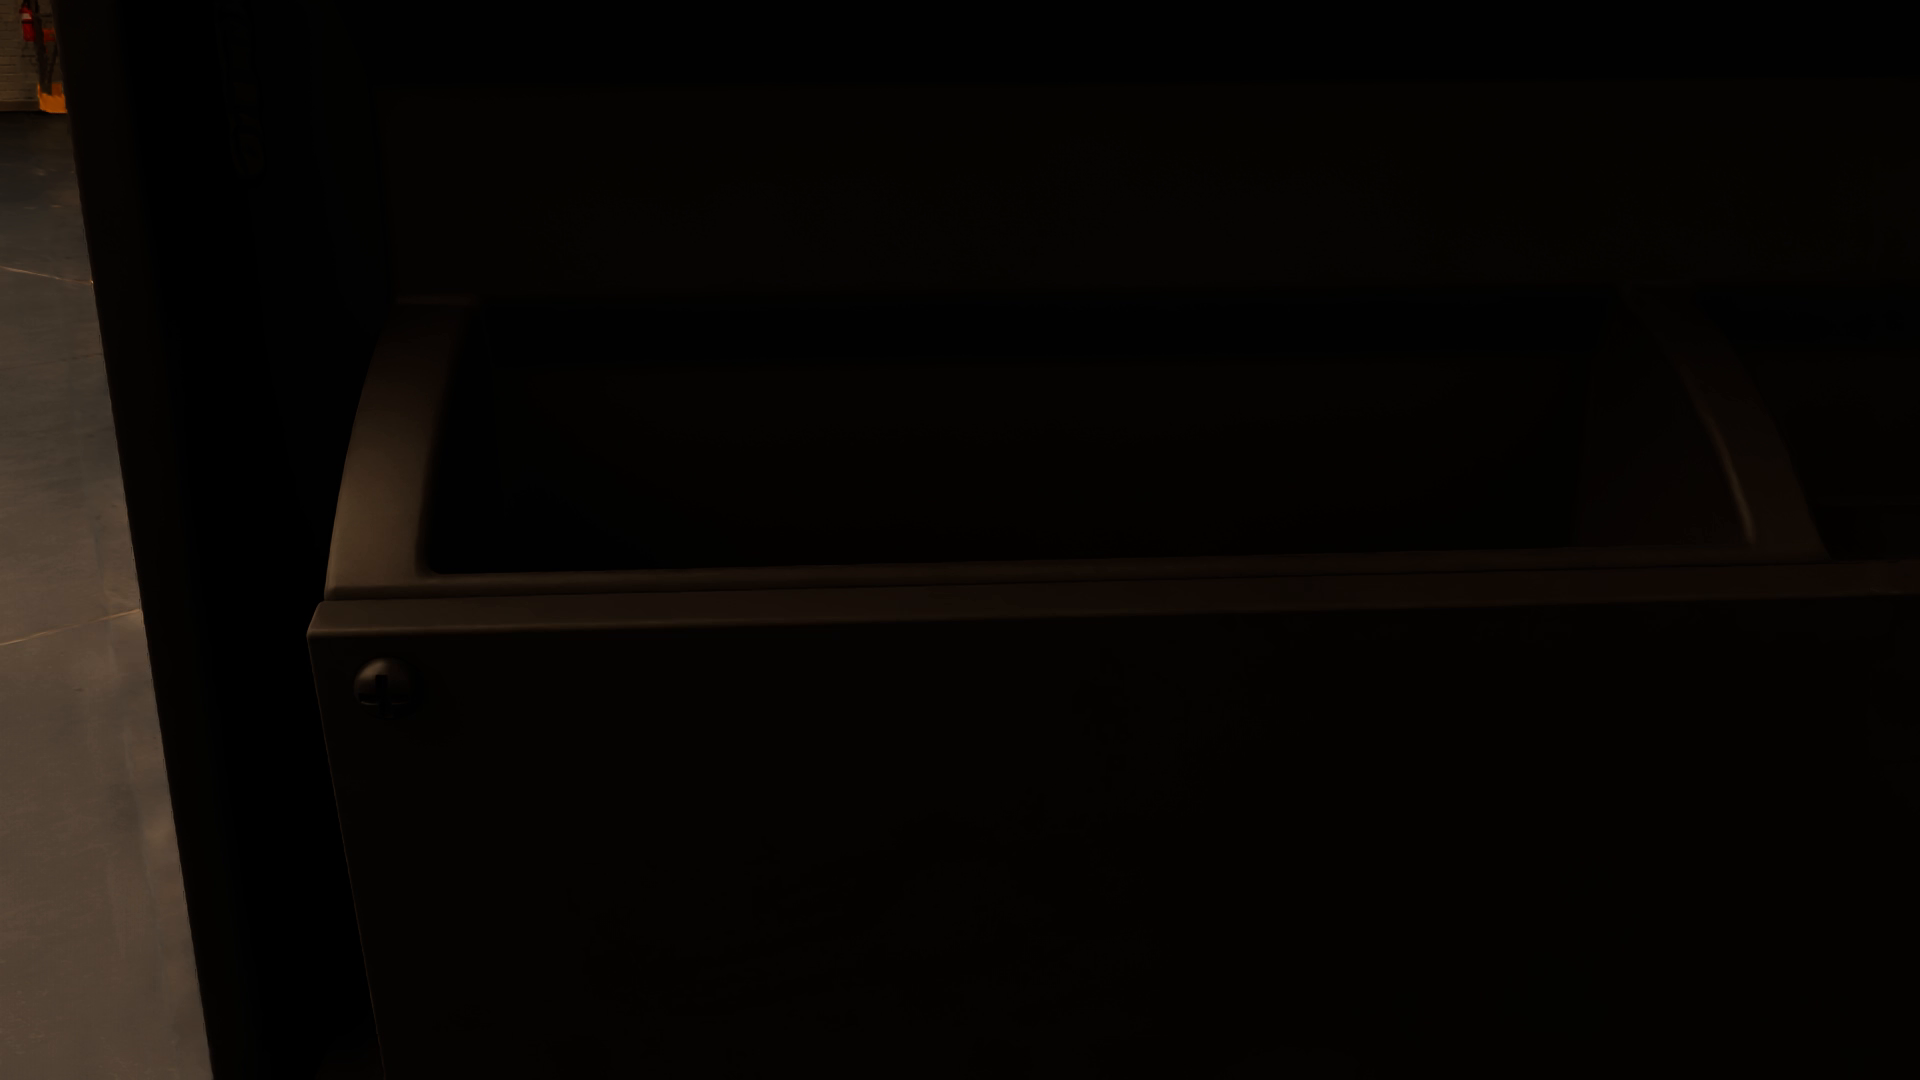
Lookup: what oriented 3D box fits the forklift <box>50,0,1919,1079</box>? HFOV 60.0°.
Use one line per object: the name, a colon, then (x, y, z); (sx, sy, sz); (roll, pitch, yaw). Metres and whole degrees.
forklift: (0.287, -0.410, 0.246); (1.130, 2.935, 3.031); (-1, 17, -4)
